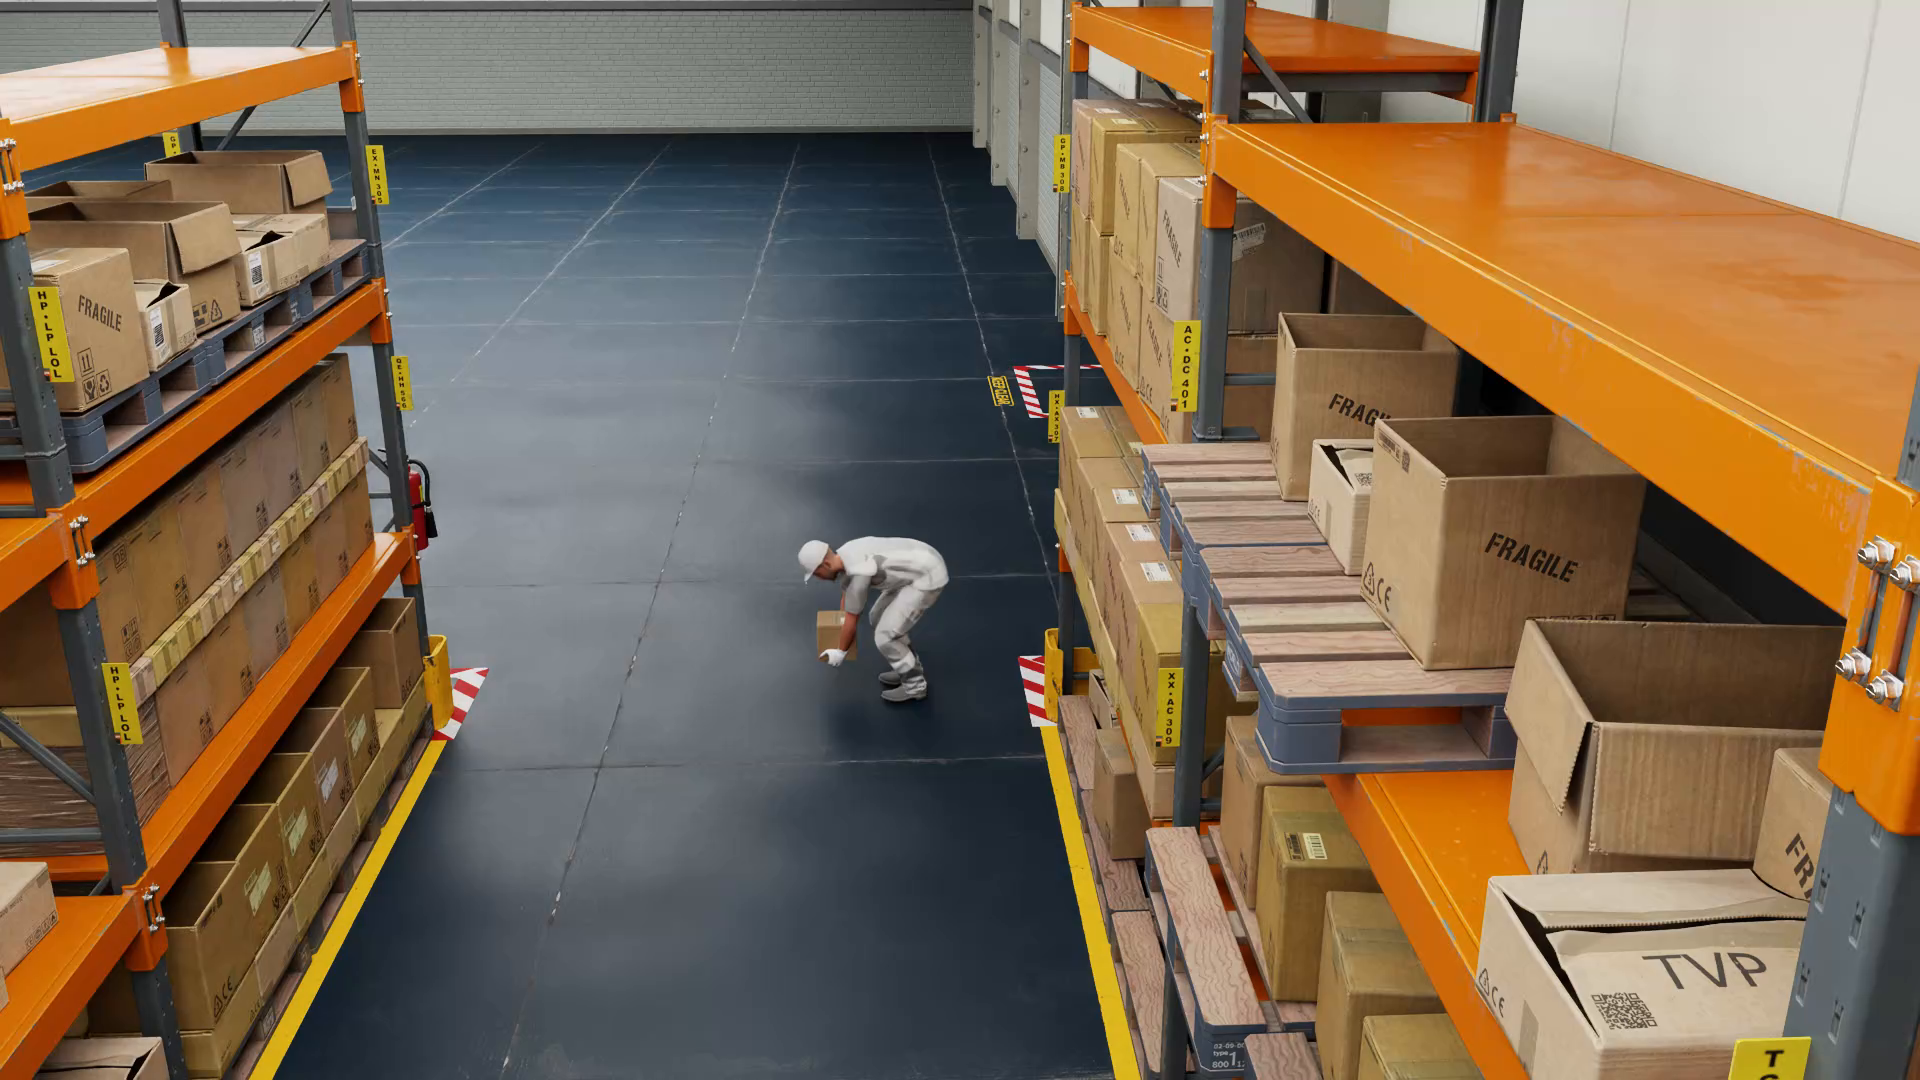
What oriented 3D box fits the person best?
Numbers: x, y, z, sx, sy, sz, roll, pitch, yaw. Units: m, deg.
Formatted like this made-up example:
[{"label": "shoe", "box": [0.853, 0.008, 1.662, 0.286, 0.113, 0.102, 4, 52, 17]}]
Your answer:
[{"label": "person", "box": [-0.551, 0.493, 10.728, 0.956, 1.077, 0.529, -3, 20, -8]}]
